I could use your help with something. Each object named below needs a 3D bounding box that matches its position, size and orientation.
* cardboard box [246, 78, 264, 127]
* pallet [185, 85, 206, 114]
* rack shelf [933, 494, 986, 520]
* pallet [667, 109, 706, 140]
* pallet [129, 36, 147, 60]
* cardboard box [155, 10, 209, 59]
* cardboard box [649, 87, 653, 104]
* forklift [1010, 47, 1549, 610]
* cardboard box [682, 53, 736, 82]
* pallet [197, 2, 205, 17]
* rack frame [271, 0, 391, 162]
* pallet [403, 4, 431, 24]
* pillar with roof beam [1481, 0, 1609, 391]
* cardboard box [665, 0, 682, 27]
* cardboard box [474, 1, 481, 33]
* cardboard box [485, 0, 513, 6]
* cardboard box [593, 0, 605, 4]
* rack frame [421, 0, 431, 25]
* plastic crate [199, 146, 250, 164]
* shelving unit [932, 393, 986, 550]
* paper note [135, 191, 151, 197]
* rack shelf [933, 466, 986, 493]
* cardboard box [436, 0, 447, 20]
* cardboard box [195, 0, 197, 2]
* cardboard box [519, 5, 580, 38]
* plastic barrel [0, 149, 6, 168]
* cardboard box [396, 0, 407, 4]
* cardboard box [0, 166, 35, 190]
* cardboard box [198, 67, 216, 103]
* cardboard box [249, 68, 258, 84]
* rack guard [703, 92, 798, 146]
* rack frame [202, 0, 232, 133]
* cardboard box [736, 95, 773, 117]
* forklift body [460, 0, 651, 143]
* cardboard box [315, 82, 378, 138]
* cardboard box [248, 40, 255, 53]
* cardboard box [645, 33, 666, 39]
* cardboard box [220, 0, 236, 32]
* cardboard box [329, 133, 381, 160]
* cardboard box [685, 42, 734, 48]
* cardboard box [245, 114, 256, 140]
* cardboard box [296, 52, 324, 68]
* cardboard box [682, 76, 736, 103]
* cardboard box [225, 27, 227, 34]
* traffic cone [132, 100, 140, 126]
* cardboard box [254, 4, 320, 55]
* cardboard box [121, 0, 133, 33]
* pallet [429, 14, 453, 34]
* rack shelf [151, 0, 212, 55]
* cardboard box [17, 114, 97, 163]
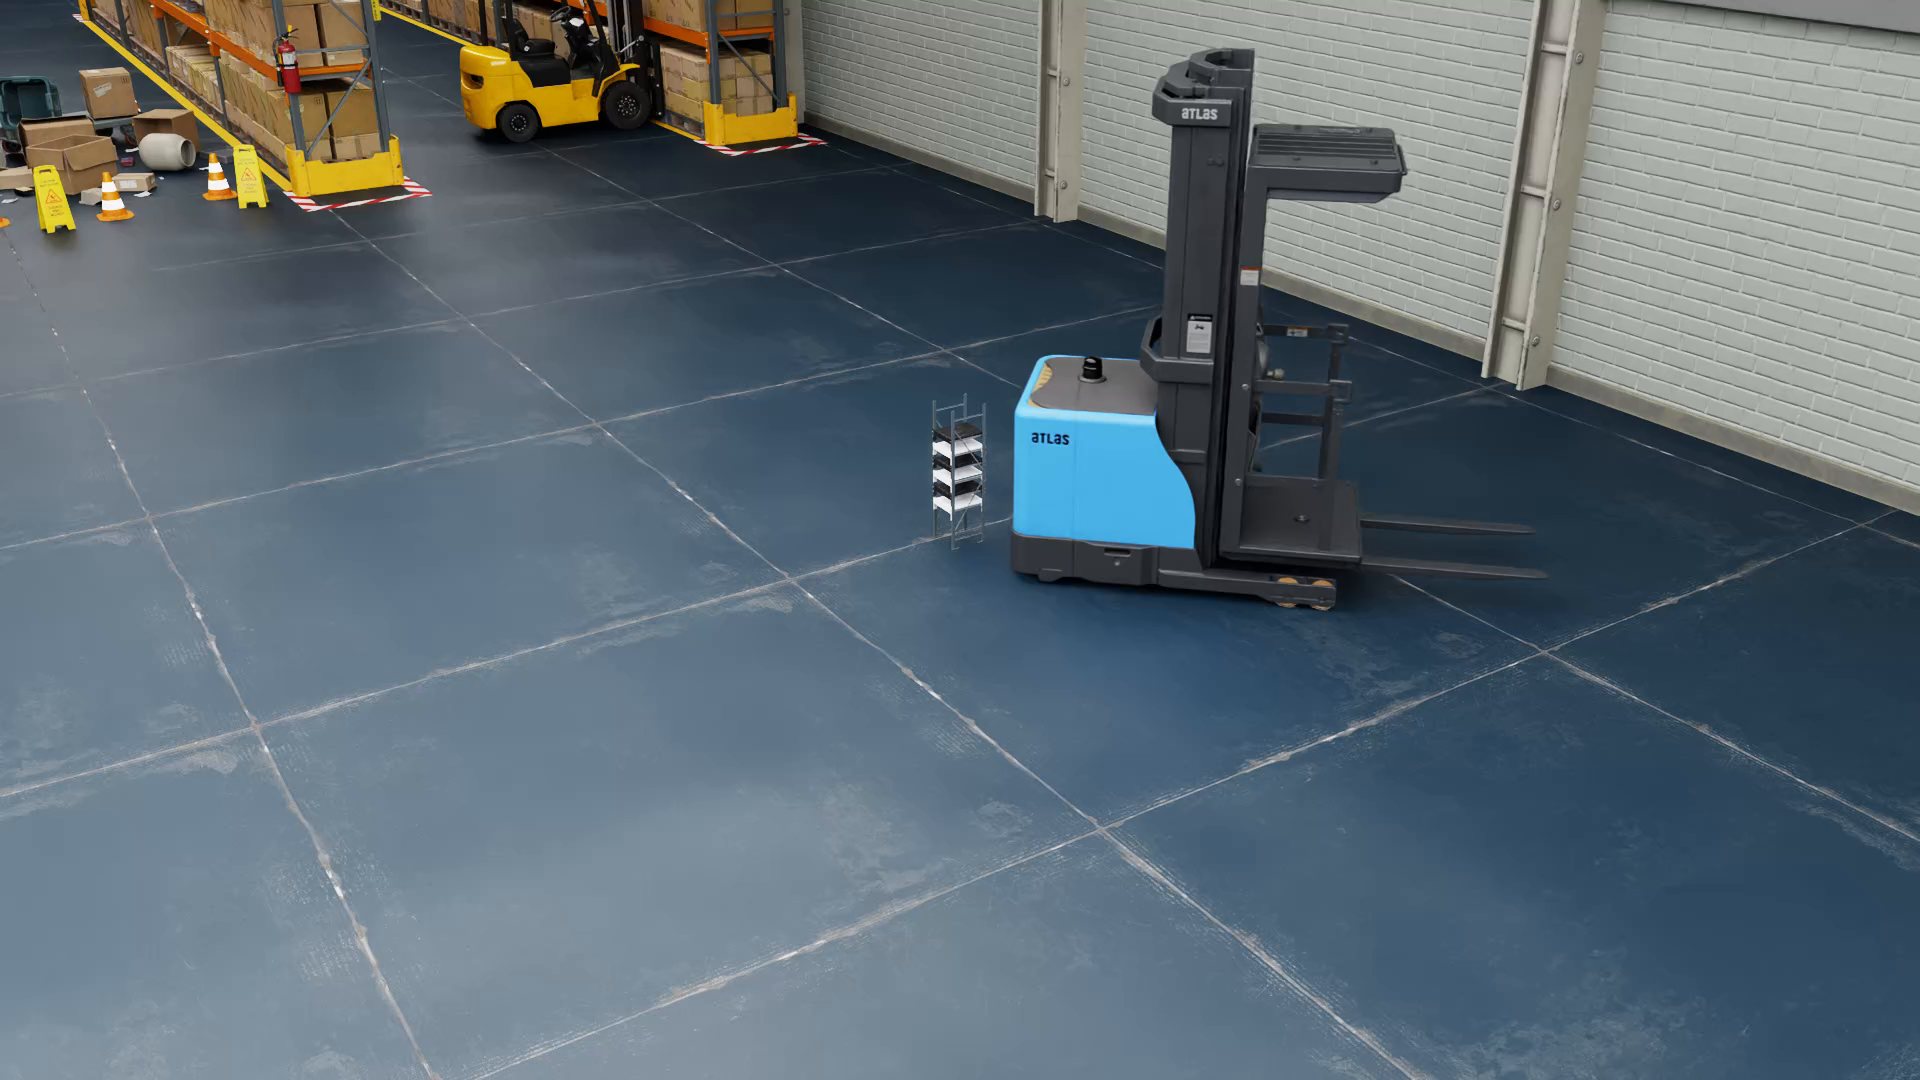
[{"bbox_3d":[-8.005,-5.153,19.502,0.500,0.500,0.500,-16,30,-31],"label":"cardboard box"},{"bbox_3d":[-10.072,-6.158,23.047,1.003,0.211,1.213,-16,29,-30],"label":"pallet"},{"bbox_3d":[-0.004,-0.217,10.155,0.258,0.077,0.200,-16,29,-30],"label":"rack shelf"},{"bbox_3d":[-3.087,-5.434,21.514,1.003,0.211,1.213,-16,29,-30],"label":"pallet"},{"bbox_3d":[-12.858,-8.046,27.047,1.003,0.211,1.213,-16,29,-30],"label":"pallet"},{"bbox_3d":[-11.466,-7.630,24.897,0.875,0.875,0.875,-16,30,-30],"label":"cardboard box"},{"bbox_3d":[-3.987,-6.014,22.205,0.500,0.250,0.500,-15,29,-28],"label":"cardboard box"},{"bbox_3d":[1.864,-1.174,9.303,3.031,2.935,1.130,5,26,10],"label":"forklift"},{"bbox_3d":[-3.148,-5.922,20.839,0.500,0.250,0.500,-14,29,-28],"label":"cardboard box"},{"bbox_3d":[-9.271,-6.925,21.629,1.003,0.211,1.213,-16,29,-30],"label":"pallet"},{"bbox_3d":[-6.792,-5.273,17.907,1.000,3.000,0.127,-16,29,-30],"label":"rack frame"},{"bbox_3d":[-9.560,-9.708,30.568,1.003,0.211,1.213,-16,29,-30],"label":"pallet"},{"bbox_3d":[0.684,-4.308,8.835,9.100,9.000,0.400,-16,29,-30],"label":"pillar with roof beam"},{"bbox_3d":[-3.399,-6.779,20.980,0.500,0.500,0.500,-15,29,-28],"label":"cardboard box"},{"bbox_3d":[-7.677,-8.635,27.464,0.500,0.500,0.500,-16,30,-30],"label":"cardboard box"},{"bbox_3d":[-7.484,-8.763,26.976,0.380,0.149,0.250,-17,30,-32],"label":"cardboard box"},{"bbox_3d":[-4.795,-7.688,22.904,0.500,0.500,0.500,-16,30,-31],"label":"cardboard box"},{"bbox_3d":[-9.186,-10.724,29.452,1.000,3.000,0.127,-16,29,-30],"label":"rack frame"},{"bbox_3d":[-8.805,-4.631,19.967,0.583,0.080,0.402,18,31,33],"label":"plastic crate"},{"bbox_3d":[-0.004,-0.410,10.064,0.258,0.900,0.210,-16,29,-30],"label":"shelving unit"},{"bbox_3d":[-8.975,-3.805,18.274,0.142,0.019,0.148,18,31,33],"label":"paper note"},{"bbox_3d":[-0.004,-0.380,10.078,0.258,0.077,0.200,-16,29,-30],"label":"rack shelf"},{"bbox_3d":[-8.811,-9.370,29.020,0.500,0.500,0.500,-16,30,-30],"label":"cardboard box"},{"bbox_3d":[-9.617,-6.999,21.364,0.380,0.149,0.250,-17,30,-31],"label":"cardboard box"},{"bbox_3d":[-6.310,-7.951,25.868,0.875,0.625,0.625,-14,29,-28],"label":"cardboard box"},{"bbox_3d":[-11.163,-4.301,18.865,0.512,0.421,0.421,3,25,6],"label":"plastic barrel"},{"bbox_3d":[-10.114,-10.287,30.963,0.700,0.500,0.500,-17,30,-31],"label":"cardboard box"},{"bbox_3d":[-10.586,-4.092,18.608,0.396,0.266,0.258,-10,27,-21],"label":"cardboard box"},{"bbox_3d":[-9.659,-6.149,22.348,0.950,0.372,0.625,-14,28,-26],"label":"cardboard box"},{"bbox_3d":[-7.981,-5.379,19.221,0.380,0.149,0.250,-14,29,-27],"label":"cardboard box"},{"bbox_3d":[-2.622,-5.293,20.876,1.175,0.500,0.348,-16,29,-30],"label":"rack guard"},{"bbox_3d":[-8.975,-6.704,20.938,1.000,3.000,0.127,-16,29,-30],"label":"rack frame"},{"bbox_3d":[-2.739,-5.599,21.326,0.500,0.250,0.500,-15,29,-29],"label":"cardboard box"},{"bbox_3d":[-5.199,-6.301,21.077,2.313,2.155,1.214,-16,29,-30],"label":"forklift body"},{"bbox_3d":[-7.014,-4.920,19.010,0.500,0.500,0.500,-17,30,-31],"label":"cardboard box"},{"bbox_3d":[-7.932,-5.685,19.073,0.380,0.149,0.250,-16,30,-30],"label":"cardboard box"},{"bbox_3d":[-4.265,-6.654,22.390,0.500,0.250,0.500,-14,29,-28],"label":"cardboard box"},{"bbox_3d":[-8.412,-6.305,19.626,0.500,0.500,0.500,-16,30,-30],"label":"cardboard box"},{"bbox_3d":[-7.000,-4.573,19.152,0.500,0.250,0.500,-16,30,-30],"label":"cardboard box"},{"bbox_3d":[-3.278,-6.405,21.863,0.500,0.250,0.500,-16,30,-30],"label":"cardboard box"},{"bbox_3d":[-8.287,-4.999,20.055,0.500,0.250,0.500,-16,30,-30],"label":"cardboard box"},{"bbox_3d":[-7.175,-5.244,18.138,0.380,0.149,0.250,-14,29,-28],"label":"cardboard box"},{"bbox_3d":[-3.162,-5.705,20.965,0.500,0.250,0.500,-16,30,-30],"label":"cardboard box"},{"bbox_3d":[-8.720,-6.237,20.242,0.380,0.149,0.250,-16,29,-30],"label":"cardboard box"},{"bbox_3d":[-10.825,-5.674,21.728,0.336,0.463,0.334,-16,29,-30],"label":"traffic cone"},{"bbox_3d":[-7.319,-5.583,18.097,0.500,0.500,0.500,-16,30,-30],"label":"cardboard box"},{"bbox_3d":[-13.595,-8.846,27.985,0.875,0.438,0.875,-16,30,-30],"label":"cardboard box"},{"bbox_3d":[-8.710,-9.180,29.450,1.003,0.211,1.213,-16,29,-30],"label":"pallet"},{"bbox_3d":[-10.067,-7.094,22.607,1.077,0.370,4.000,-16,29,-30],"label":"rack shelf"},{"bbox_3d":[-10.389,-4.577,19.196,0.797,0.637,0.503,-16,29,-30],"label":"cardboard box"}]
